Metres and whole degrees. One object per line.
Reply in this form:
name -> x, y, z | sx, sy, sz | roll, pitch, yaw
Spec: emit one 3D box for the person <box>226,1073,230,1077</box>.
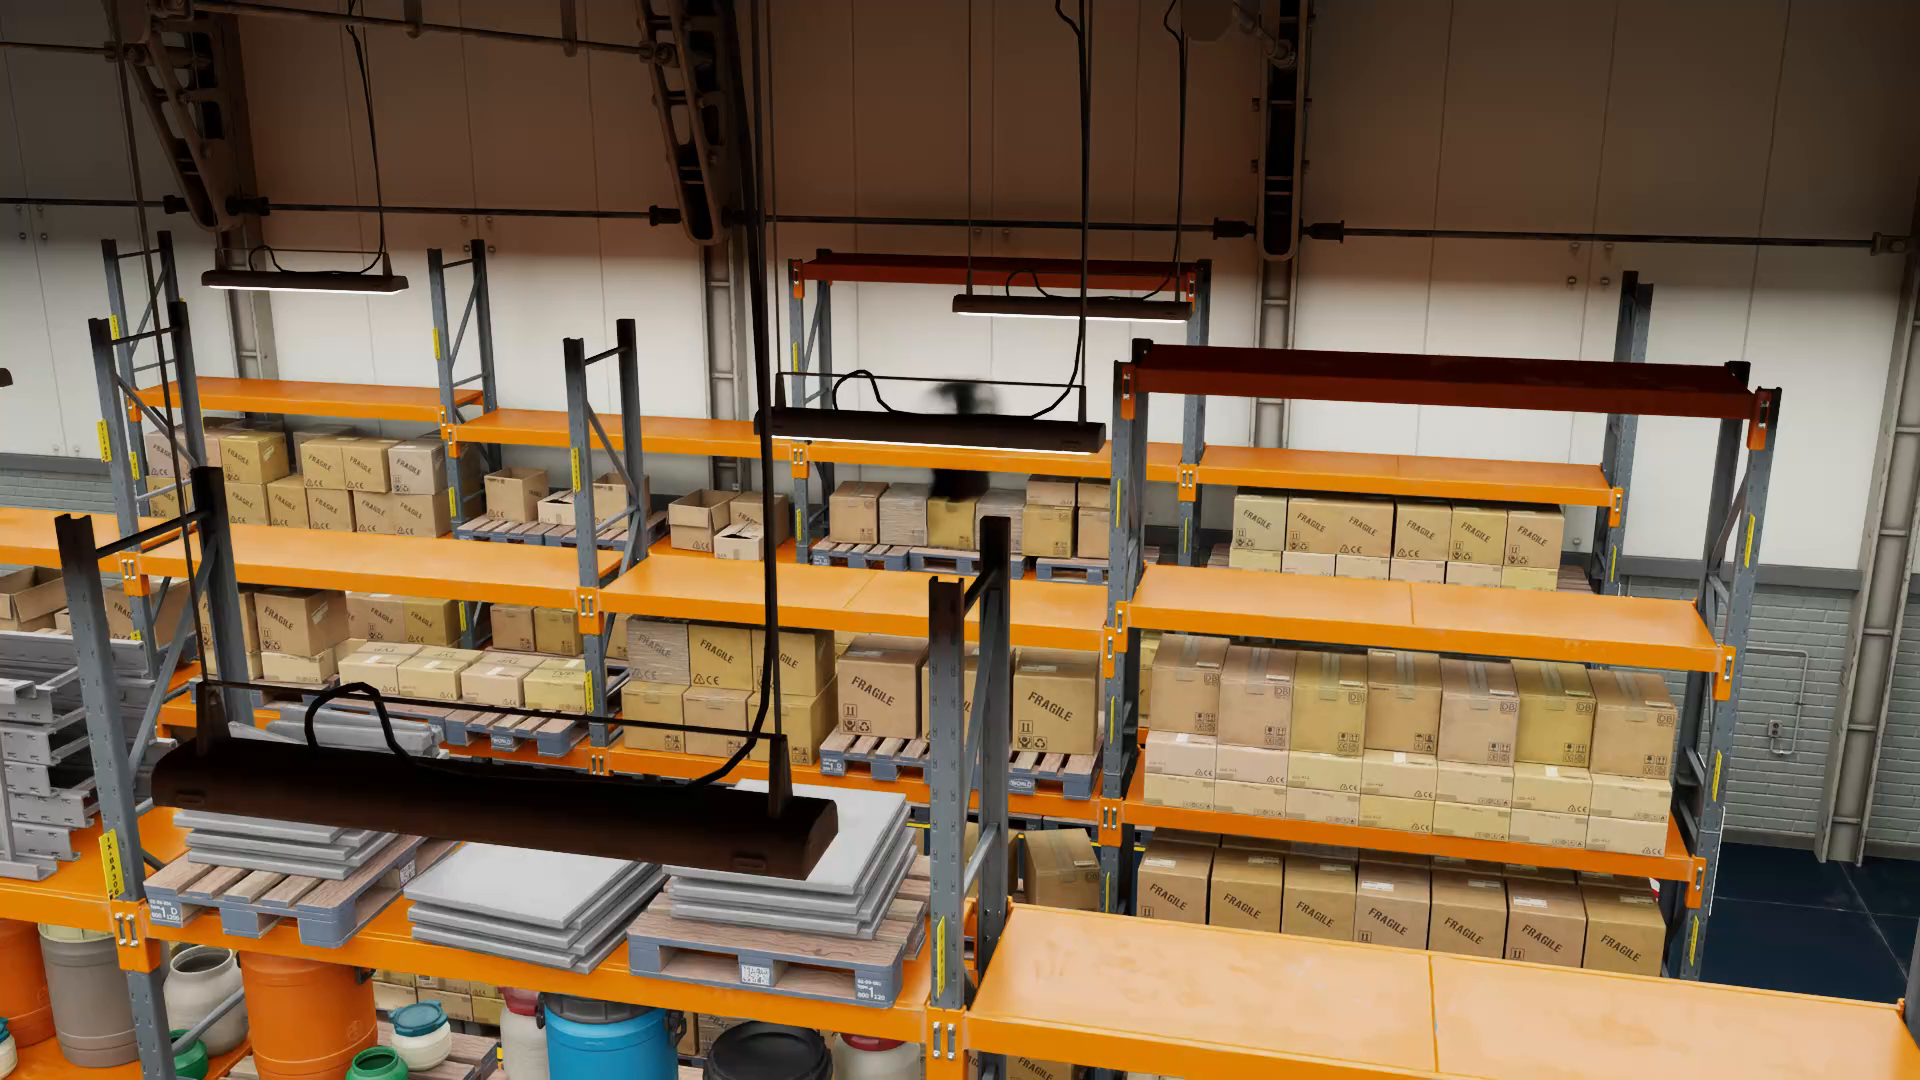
person -> -4.690, 4.217, 11.296 | 1.048, 1.506, 0.606 | 7, 18, 22
